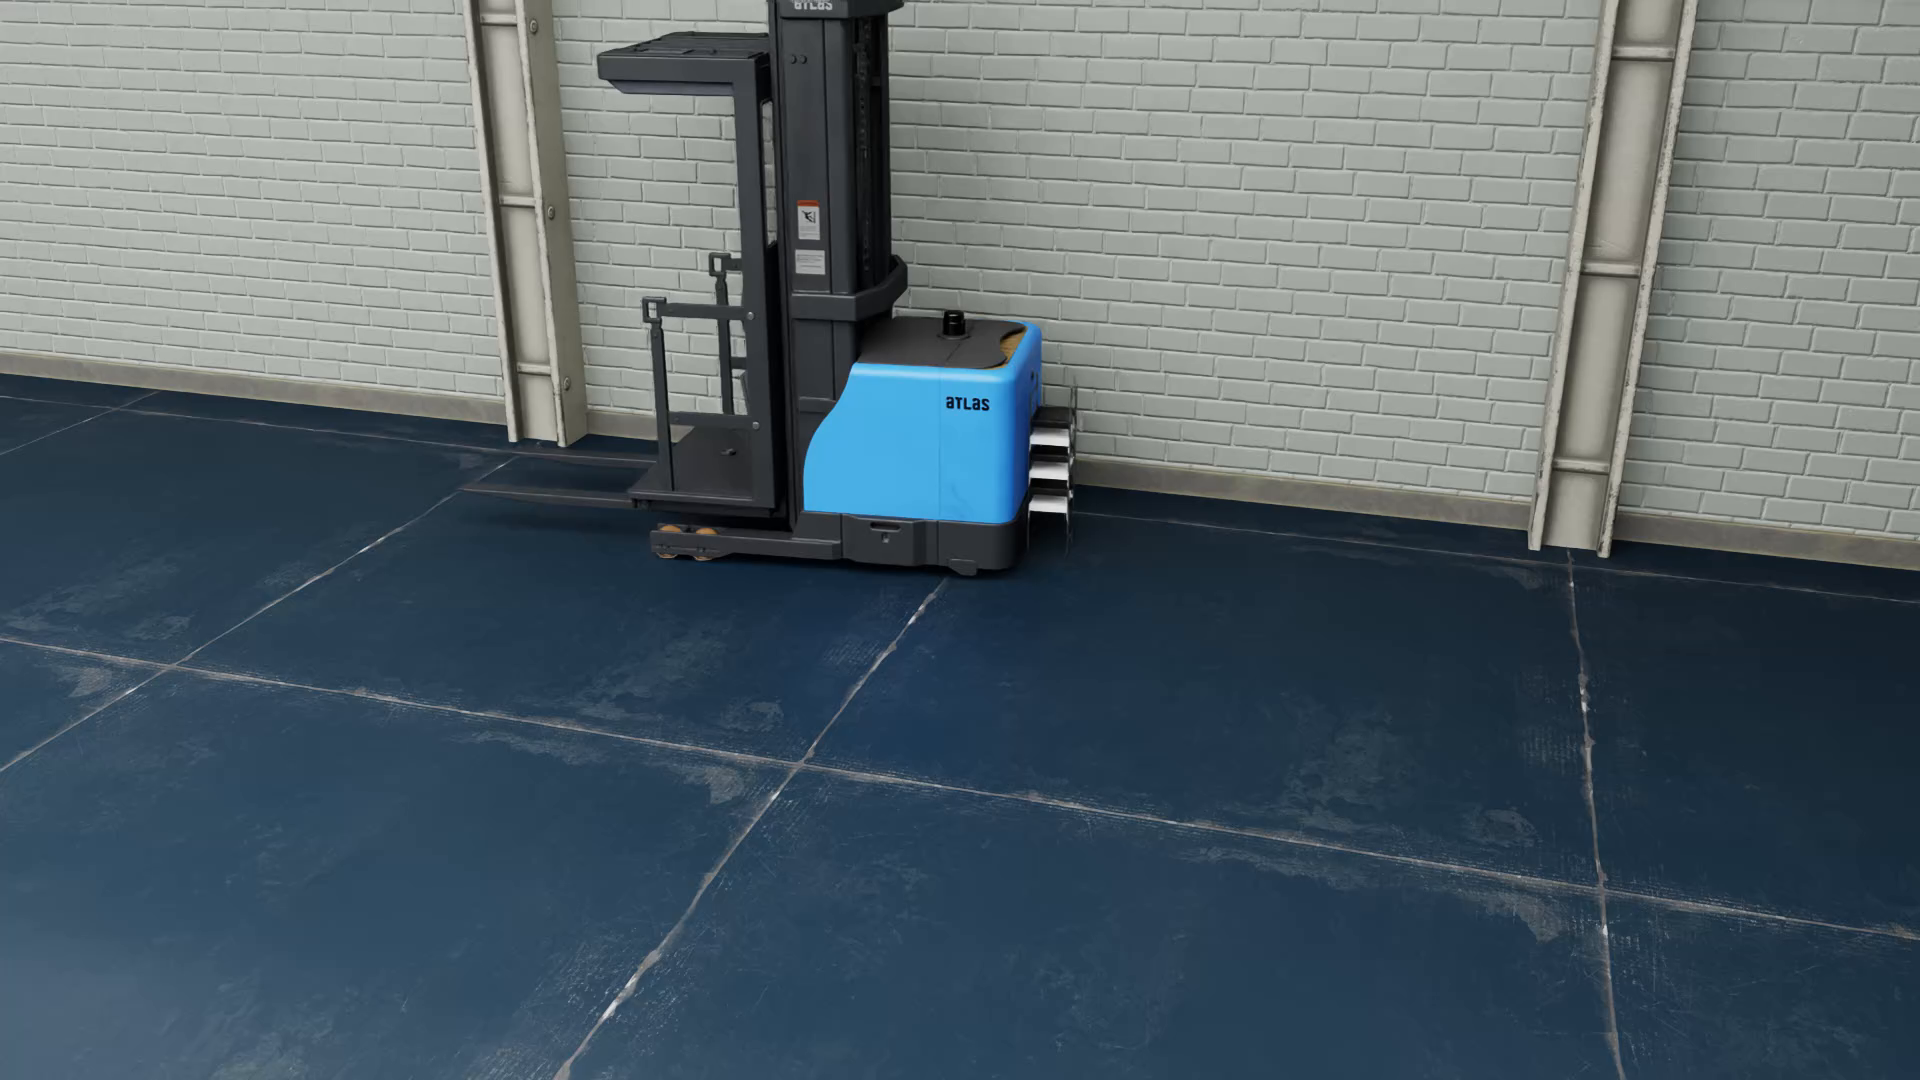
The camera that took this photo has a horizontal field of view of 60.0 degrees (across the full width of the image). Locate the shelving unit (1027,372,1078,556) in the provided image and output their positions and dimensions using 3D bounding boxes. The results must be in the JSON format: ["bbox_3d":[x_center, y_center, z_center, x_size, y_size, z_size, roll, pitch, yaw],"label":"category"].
[{"bbox_3d":[0.472,-0.386,8.525,0.210,0.900,0.258,4,23,10],"label":"shelving unit"}]

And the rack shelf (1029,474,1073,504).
[{"bbox_3d":[0.472,-0.272,8.572,0.200,0.077,0.258,4,23,10],"label":"rack shelf"}]

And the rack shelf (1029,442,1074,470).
[{"bbox_3d":[0.472,-0.439,8.504,0.200,0.077,0.258,4,23,10],"label":"rack shelf"}]

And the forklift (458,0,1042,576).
[{"bbox_3d":[-1.127,-1.438,8.414,3.031,2.935,1.130,4,23,10],"label":"forklift"}]

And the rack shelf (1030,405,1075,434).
[{"bbox_3d":[0.472,-0.605,8.436,0.200,0.077,0.258,4,23,10],"label":"rack shelf"}]

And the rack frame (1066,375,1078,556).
[{"bbox_3d":[0.572,-0.379,8.508,0.006,0.900,0.240,4,23,10],"label":"rack frame"}]

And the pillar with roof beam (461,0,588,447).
[{"bbox_3d":[-3.795,-3.243,4.818,0.400,9.000,9.100,7,23,16],"label":"pillar with roof beam"}]

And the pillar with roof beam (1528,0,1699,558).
[{"bbox_3d":[1.950,-2.585,3.214,0.400,9.000,9.100,7,23,16],"label":"pillar with roof beam"}]

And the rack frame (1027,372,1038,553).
[{"bbox_3d":[0.372,-0.393,8.543,0.006,0.900,0.240,4,23,10],"label":"rack frame"}]

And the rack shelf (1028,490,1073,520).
[{"bbox_3d":[0.472,-0.189,8.606,0.200,0.077,0.258,4,23,10],"label":"rack shelf"}]

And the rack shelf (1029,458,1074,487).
[{"bbox_3d":[0.472,-0.355,8.538,0.200,0.077,0.258,4,23,10],"label":"rack shelf"}]

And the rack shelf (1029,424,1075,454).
[{"bbox_3d":[0.472,-0.522,8.470,0.200,0.077,0.258,4,23,10],"label":"rack shelf"}]
